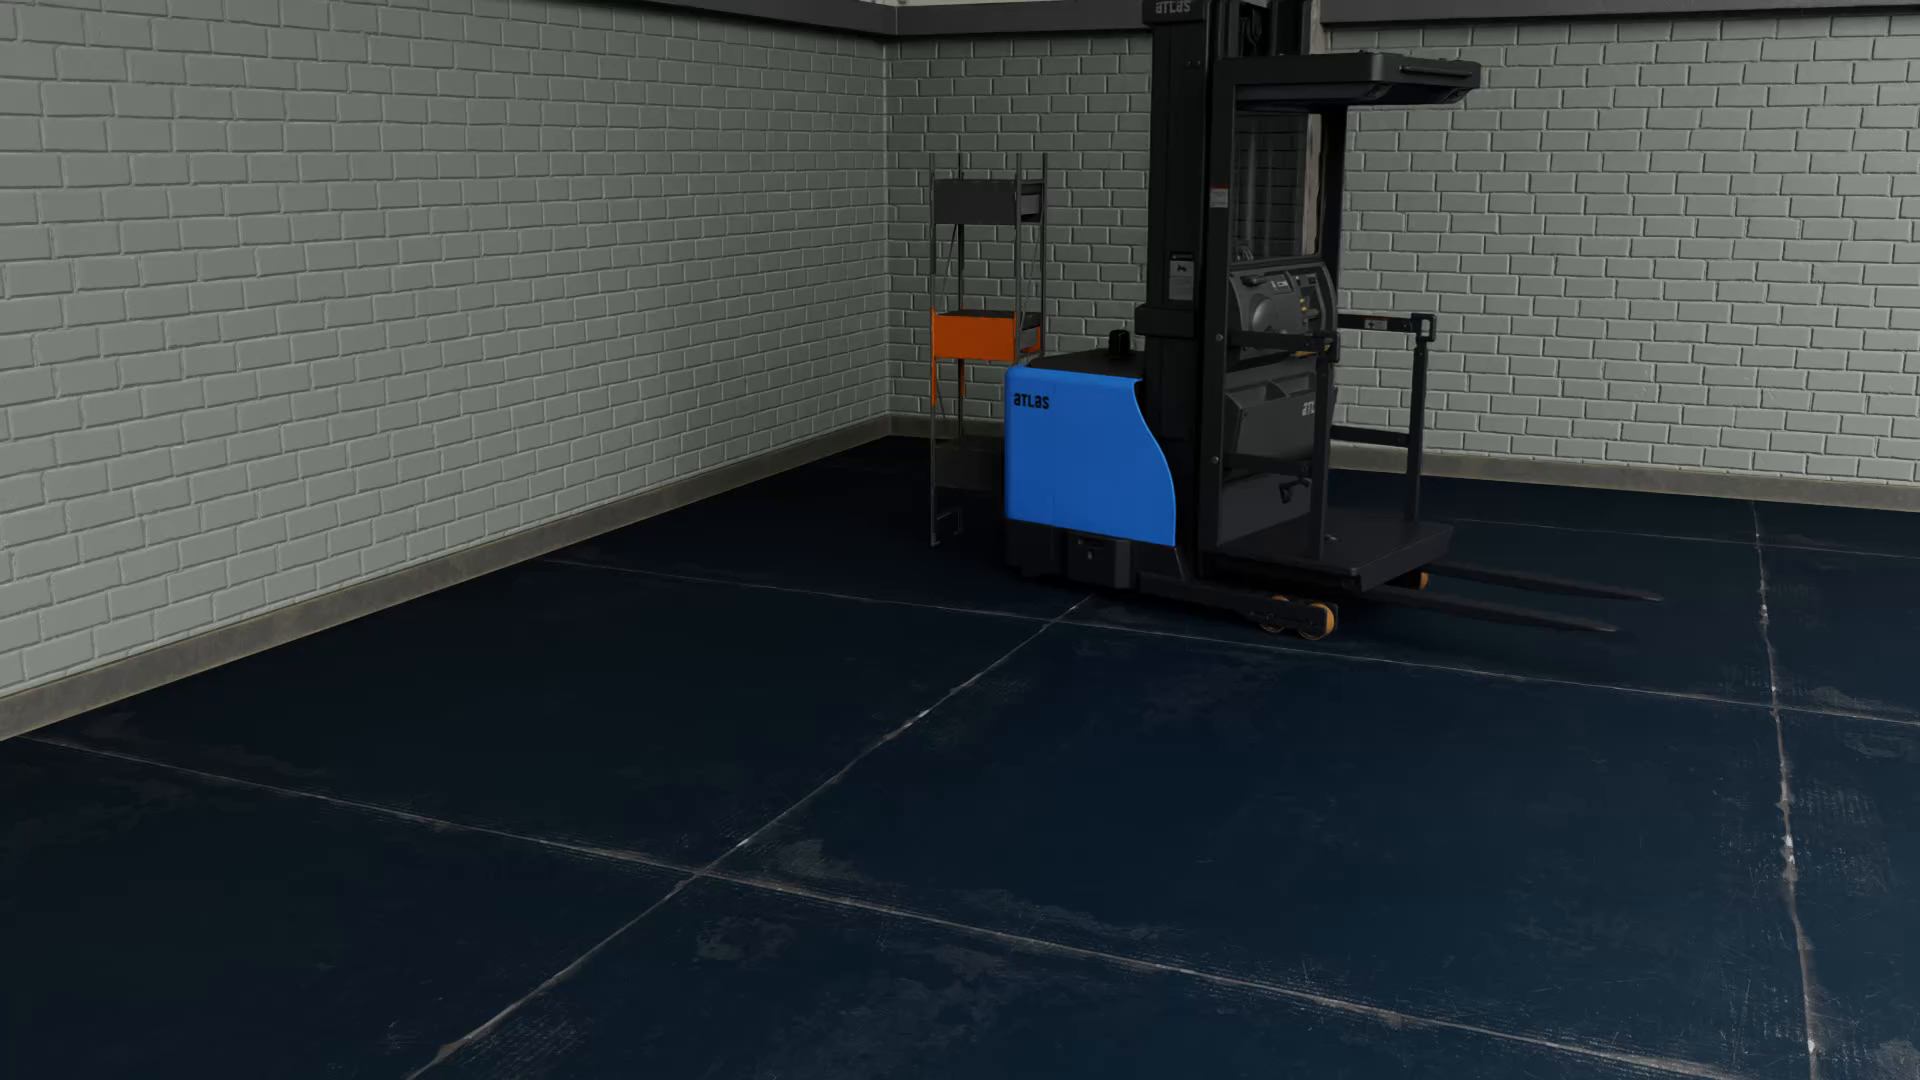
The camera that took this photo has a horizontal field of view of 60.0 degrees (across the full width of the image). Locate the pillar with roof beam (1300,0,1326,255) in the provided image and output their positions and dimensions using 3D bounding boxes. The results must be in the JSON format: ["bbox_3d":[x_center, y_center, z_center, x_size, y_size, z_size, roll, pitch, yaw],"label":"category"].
[{"bbox_3d":[0.386,-3.982,6.525,0.400,9.000,9.100,6,14,23],"label":"pillar with roof beam"}]

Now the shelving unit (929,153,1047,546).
[{"bbox_3d":[0.151,-1.007,8.950,0.503,2.100,0.431,6,14,23],"label":"shelving unit"}]

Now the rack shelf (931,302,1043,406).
[{"bbox_3d":[0.151,-0.994,8.953,0.480,0.518,0.431,6,14,23],"label":"rack shelf"}]

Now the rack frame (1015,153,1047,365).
[{"bbox_3d":[0.374,-0.984,8.853,0.015,2.100,0.400,6,14,23],"label":"rack frame"}]

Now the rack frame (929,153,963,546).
[{"bbox_3d":[-0.072,-1.029,9.046,0.015,2.100,0.400,6,14,23],"label":"rack frame"}]

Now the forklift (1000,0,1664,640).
[{"bbox_3d":[1.670,-1.119,7.606,3.031,2.935,1.130,10,17,38],"label":"forklift"}]

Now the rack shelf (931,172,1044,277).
[{"bbox_3d":[0.151,-1.675,8.793,0.480,0.518,0.431,6,14,23],"label":"rack shelf"}]

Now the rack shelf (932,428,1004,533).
[{"bbox_3d":[0.151,-0.312,9.113,0.480,0.518,0.431,6,14,23],"label":"rack shelf"}]
